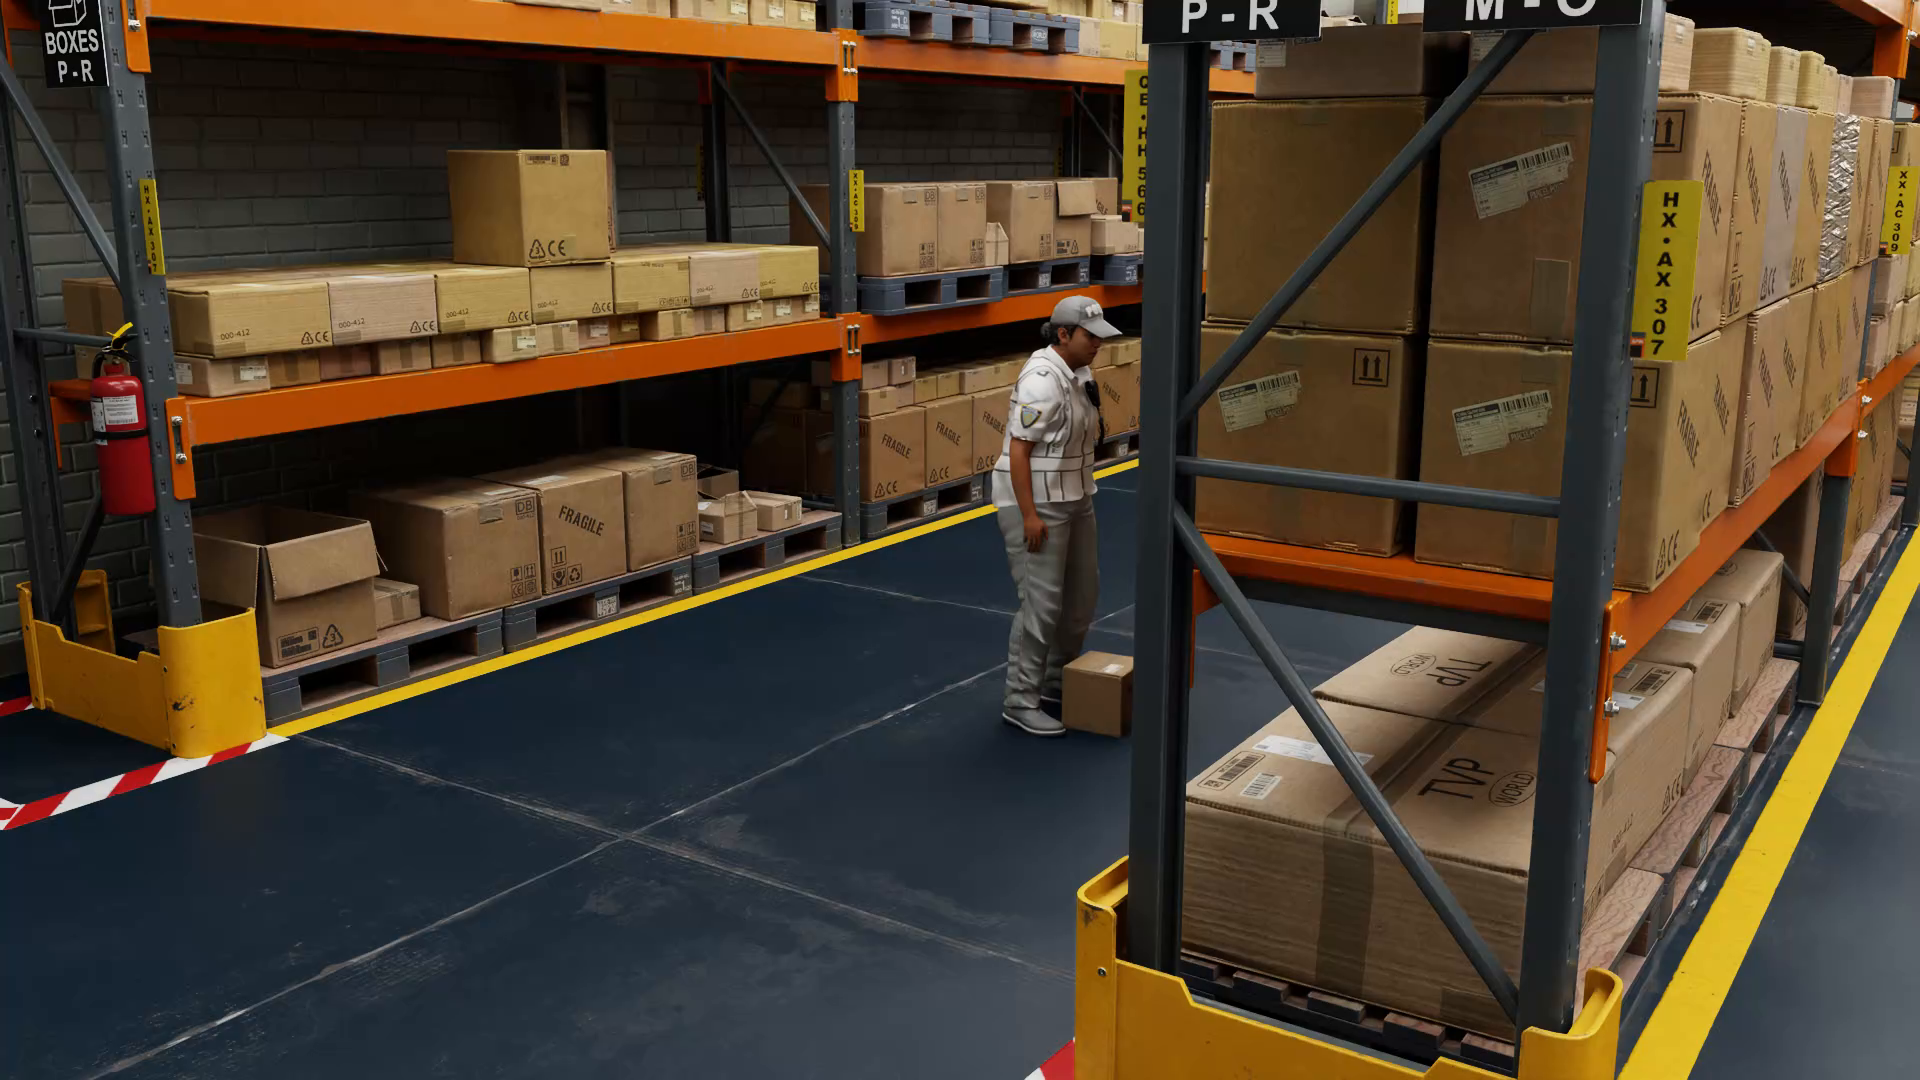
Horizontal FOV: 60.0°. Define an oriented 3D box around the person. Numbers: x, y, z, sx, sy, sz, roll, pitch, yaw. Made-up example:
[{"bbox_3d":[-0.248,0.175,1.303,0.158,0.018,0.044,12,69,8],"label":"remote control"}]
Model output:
[{"bbox_3d":[0.377,-0.114,6.464,0.469,1.664,0.551,8,15,30],"label":"person"}]
